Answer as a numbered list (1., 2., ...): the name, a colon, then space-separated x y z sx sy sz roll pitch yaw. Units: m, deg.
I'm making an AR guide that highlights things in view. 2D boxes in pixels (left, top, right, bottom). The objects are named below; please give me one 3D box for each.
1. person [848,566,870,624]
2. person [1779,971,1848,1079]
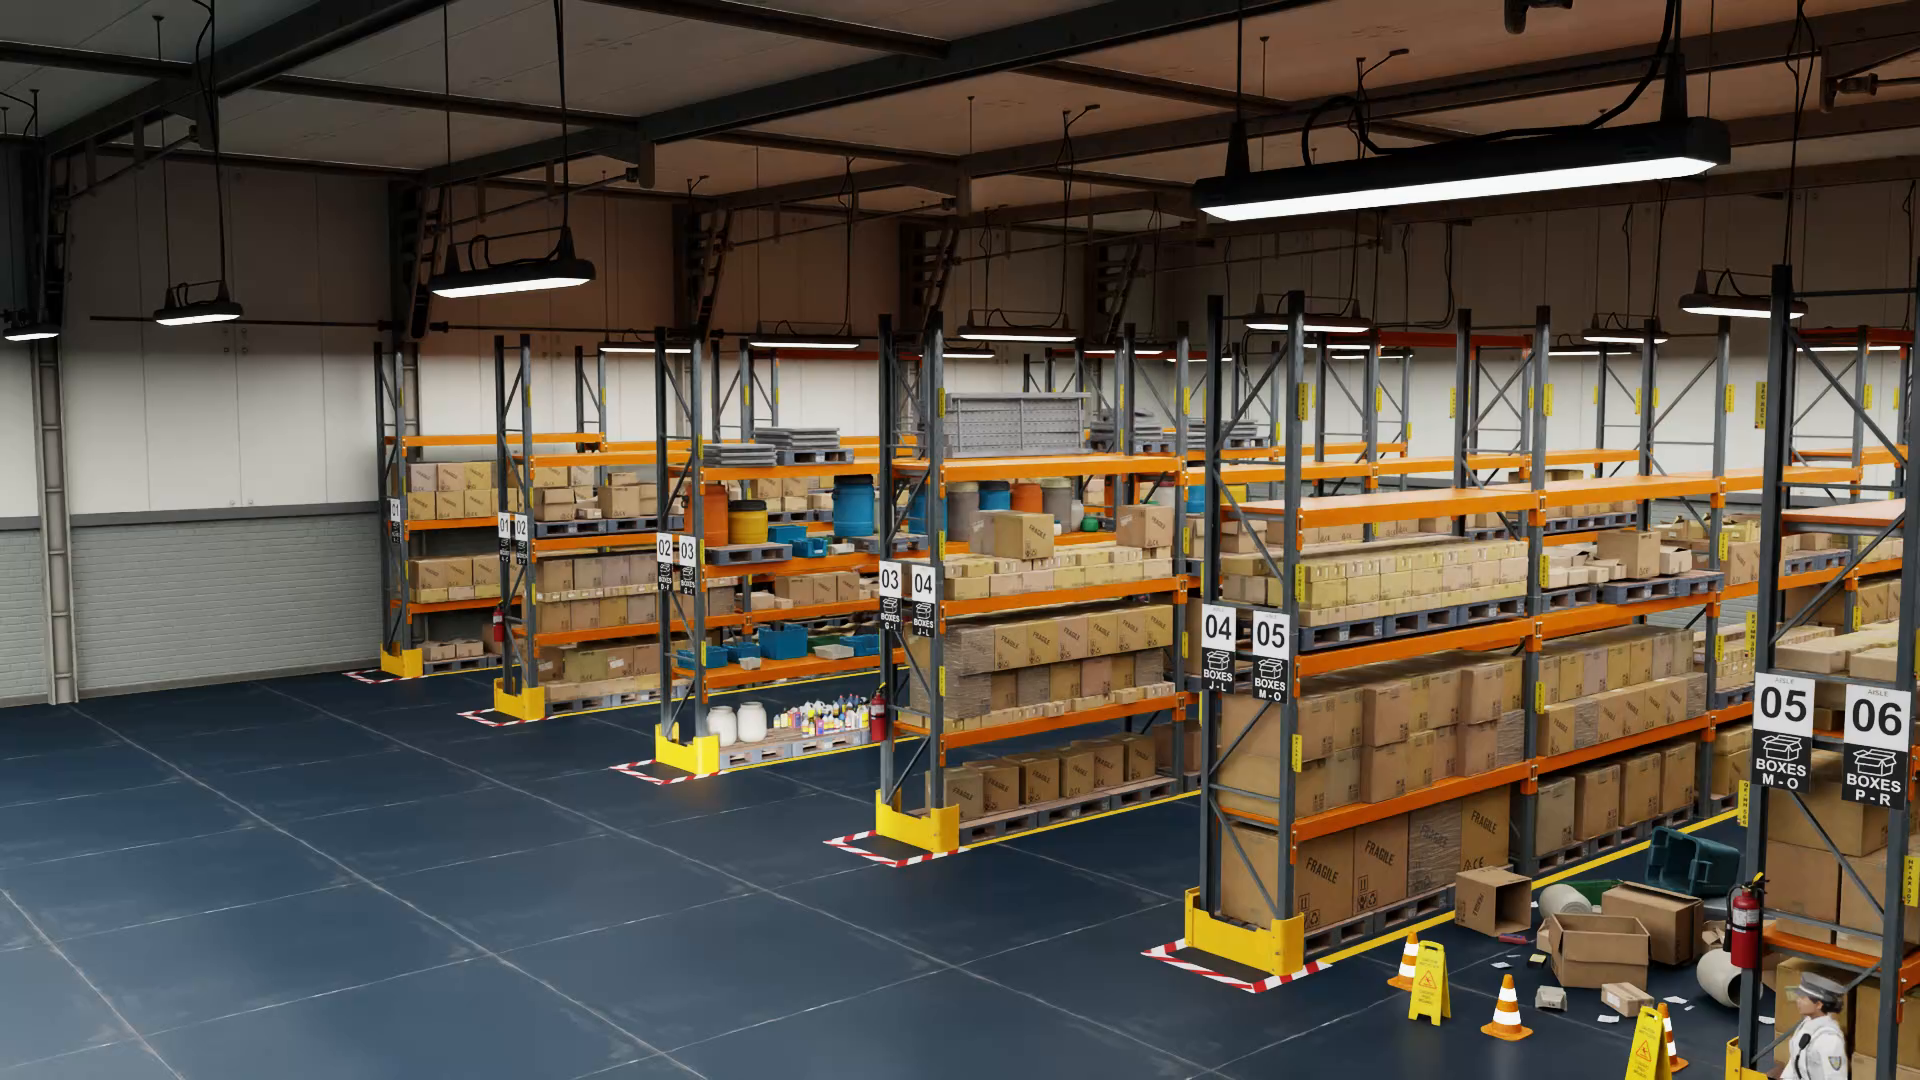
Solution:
1. person: -2.112 1.335 32.741 1.069 1.661 0.529 -4 7 -37
2. person: 5.159 3.418 10.048 1.010 1.626 0.557 0 5 -1
